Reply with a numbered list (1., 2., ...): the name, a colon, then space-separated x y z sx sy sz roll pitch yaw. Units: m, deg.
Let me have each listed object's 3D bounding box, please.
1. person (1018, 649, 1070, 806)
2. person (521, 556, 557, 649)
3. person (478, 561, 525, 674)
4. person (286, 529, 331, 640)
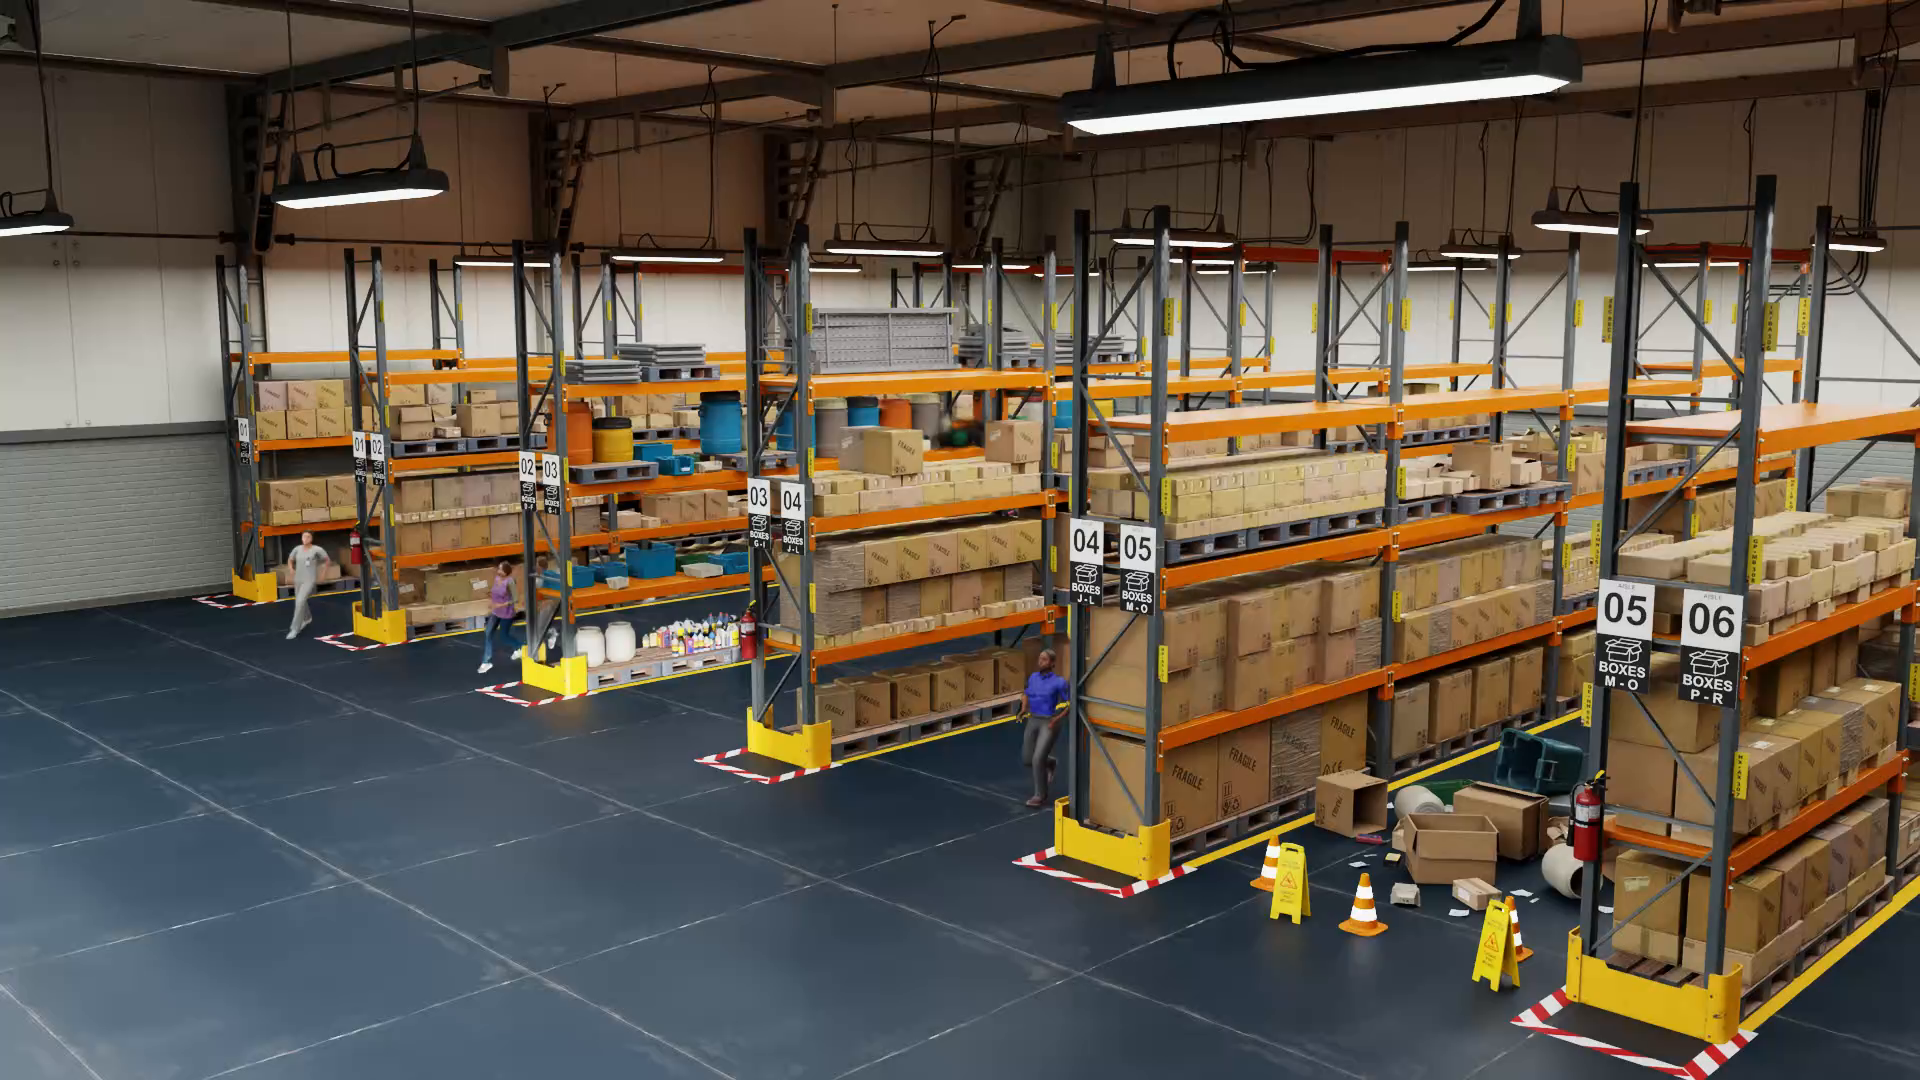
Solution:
1. person: 0.911 1.928 17.341 0.615 1.602 0.681 6 10 35
2. person: -6.023 1.002 24.048 0.536 1.565 0.651 4 9 27
3. person: -6.431 1.066 23.552 0.575 1.579 0.817 5 9 31
4. person: -10.246 0.663 26.055 0.643 1.684 0.846 1 8 9
